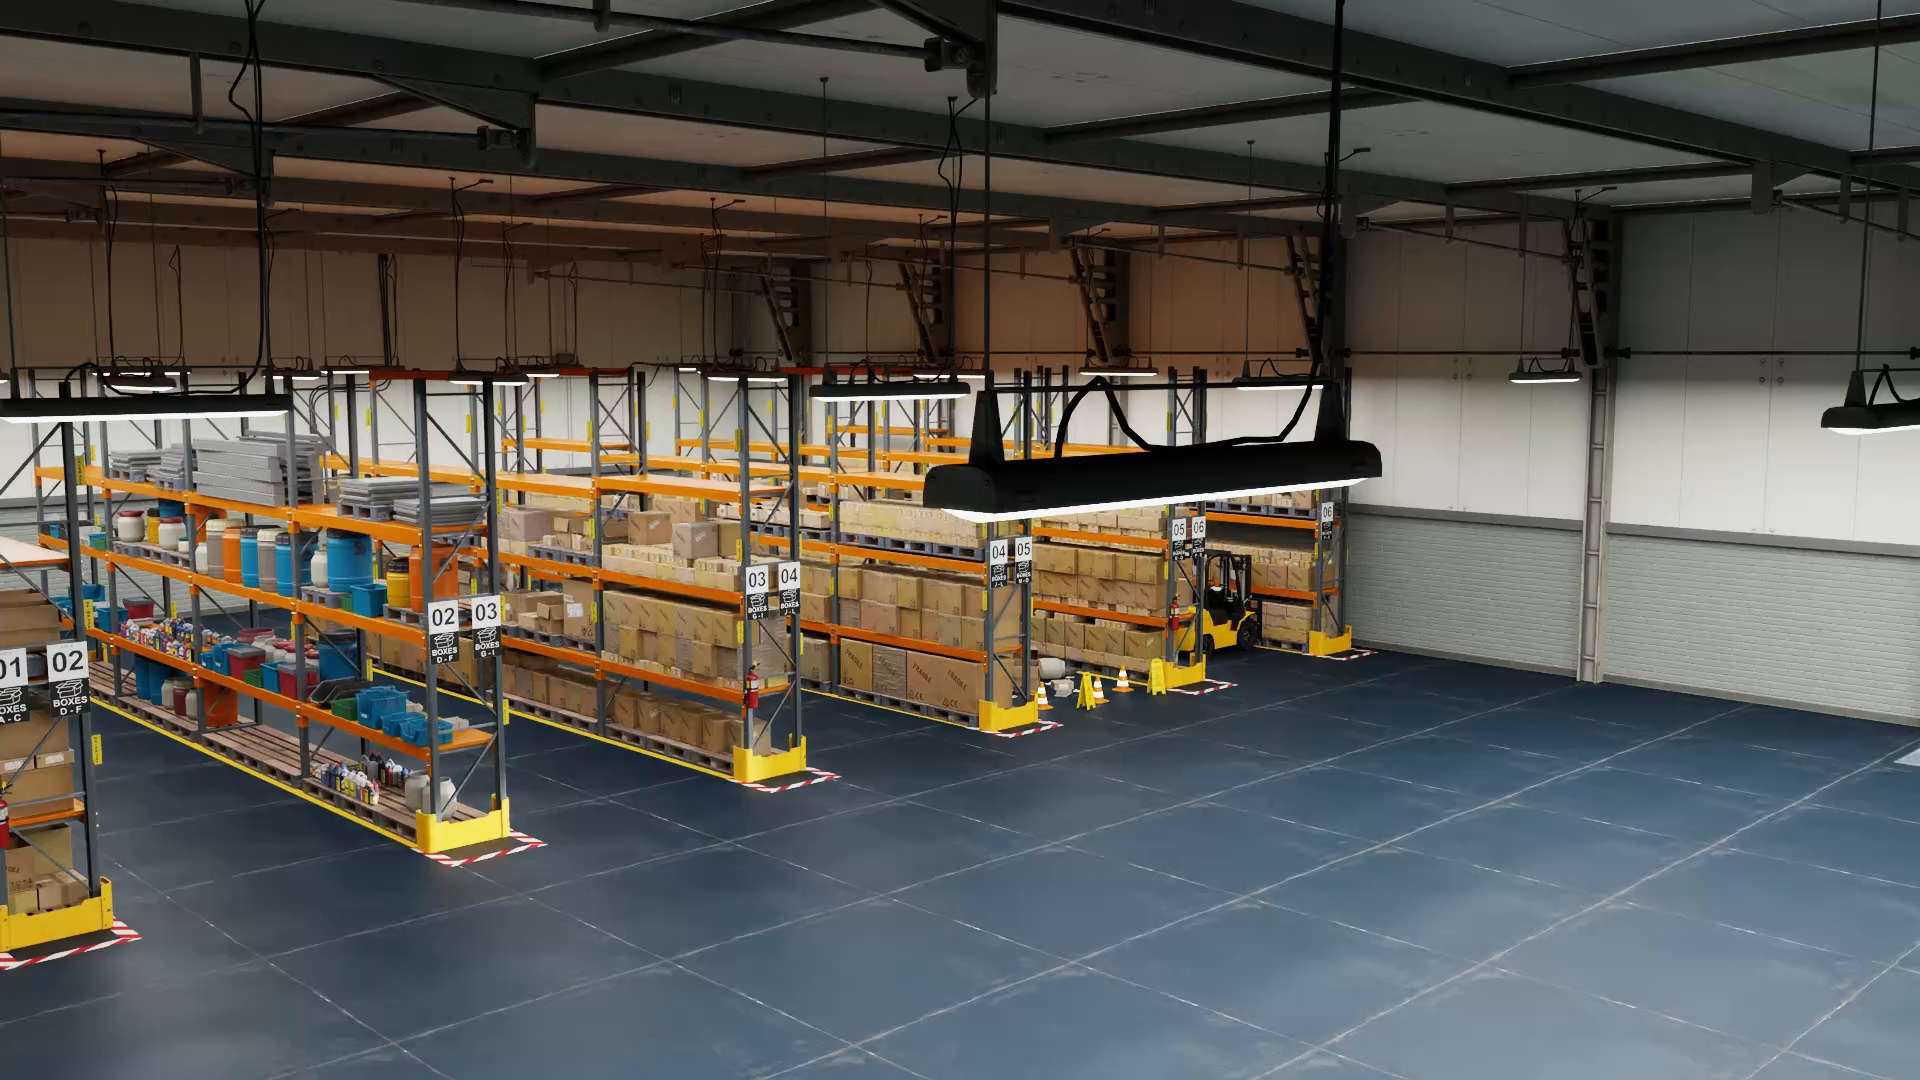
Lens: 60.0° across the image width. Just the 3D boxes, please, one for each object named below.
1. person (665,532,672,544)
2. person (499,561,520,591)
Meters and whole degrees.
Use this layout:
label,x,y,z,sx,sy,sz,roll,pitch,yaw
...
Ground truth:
label,x,y,z,sx,sy,sz,roll,pitch,yaw
person,-7.706,0.456,44.103,0.930,1.757,0.748,-2,7,-19
person,-10.058,1.292,36.765,0.648,1.801,0.872,-4,8,-33
